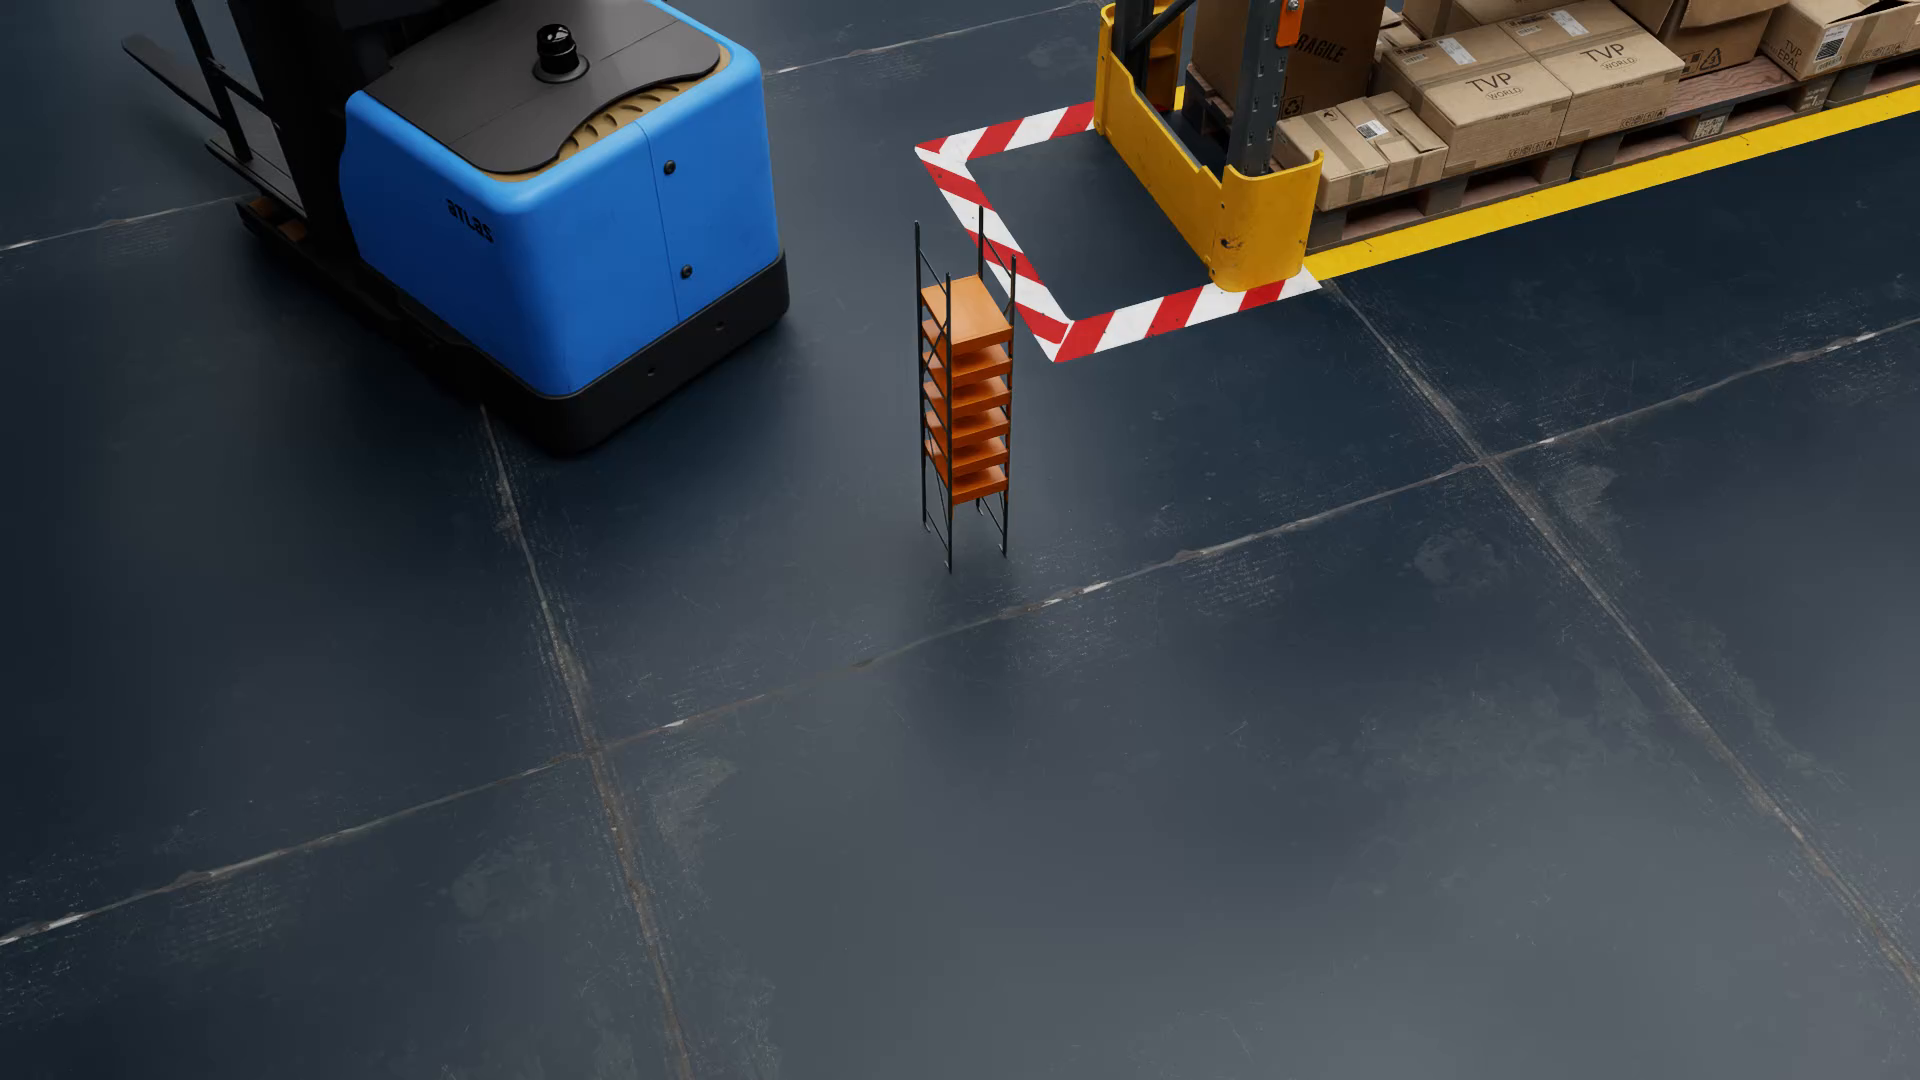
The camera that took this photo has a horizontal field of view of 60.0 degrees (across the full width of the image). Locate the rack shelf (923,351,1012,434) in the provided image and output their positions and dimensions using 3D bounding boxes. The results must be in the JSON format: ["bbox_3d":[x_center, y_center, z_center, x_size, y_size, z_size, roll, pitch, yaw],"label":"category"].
[{"bbox_3d":[0.013,-0.444,4.741,0.180,0.103,0.258,-17,52,-14],"label":"rack shelf"}]

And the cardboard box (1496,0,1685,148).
[{"bbox_3d":[2.361,-1.787,6.329,0.500,0.250,0.500,-17,52,-14],"label":"cardboard box"}]

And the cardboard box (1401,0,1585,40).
[{"bbox_3d":[2.126,-2.123,6.619,0.500,0.250,0.500,-17,52,-14],"label":"cardboard box"}]

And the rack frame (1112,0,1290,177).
[{"bbox_3d":[0.825,-2.295,5.244,0.127,3.000,1.000,-17,52,-14],"label":"rack frame"}]

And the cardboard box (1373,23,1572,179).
[{"bbox_3d":[1.898,-1.643,6.206,0.500,0.250,0.500,-17,52,-14],"label":"cardboard box"}]

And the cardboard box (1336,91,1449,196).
[{"bbox_3d":[1.574,-1.466,6.109,0.250,0.166,0.380,-17,52,-14],"label":"cardboard box"}]

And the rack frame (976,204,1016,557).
[{"bbox_3d":[0.098,-0.421,4.821,0.006,1.200,0.240,-17,52,-14],"label":"rack frame"}]

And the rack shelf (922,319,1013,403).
[{"bbox_3d":[0.013,-0.522,4.650,0.180,0.103,0.258,-17,52,-14],"label":"rack shelf"}]

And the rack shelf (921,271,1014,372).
[{"bbox_3d":[0.013,-0.601,4.559,0.180,0.103,0.258,-17,52,-14],"label":"rack shelf"}]

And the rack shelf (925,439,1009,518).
[{"bbox_3d":[0.013,-0.210,5.014,0.180,0.103,0.258,-17,52,-14],"label":"rack shelf"}]

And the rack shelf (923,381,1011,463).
[{"bbox_3d":[0.013,-0.366,4.832,0.180,0.103,0.258,-17,52,-14],"label":"rack shelf"}]

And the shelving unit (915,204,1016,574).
[{"bbox_3d":[0.013,-0.395,4.798,0.189,1.200,0.258,-17,52,-14],"label":"shelving unit"}]

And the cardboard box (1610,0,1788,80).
[{"bbox_3d":[2.791,-2.230,6.544,0.637,0.503,0.797,-17,52,-14],"label":"cardboard box"}]

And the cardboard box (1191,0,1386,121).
[{"bbox_3d":[1.235,-1.953,6.308,0.500,0.500,0.500,-17,52,-14],"label":"cardboard box"}]

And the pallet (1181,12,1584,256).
[{"bbox_3d":[1.633,-1.638,6.518,1.213,0.211,1.003,-17,52,-14],"label":"pallet"}]

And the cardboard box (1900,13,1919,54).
[{"bbox_3d":[3.783,-2.145,6.704,0.250,0.149,0.380,-17,52,-14],"label":"cardboard box"}]

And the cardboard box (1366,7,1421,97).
[{"bbox_3d":[1.644,-1.898,6.480,0.250,0.166,0.380,-17,52,-14],"label":"cardboard box"}]

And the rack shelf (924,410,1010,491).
[{"bbox_3d":[0.013,-0.288,4.923,0.180,0.103,0.258,-17,52,-14],"label":"rack shelf"}]

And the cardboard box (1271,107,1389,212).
[{"bbox_3d":[1.342,-1.389,6.055,0.250,0.149,0.380,-17,52,-14],"label":"cardboard box"}]

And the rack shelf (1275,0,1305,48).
[{"bbox_3d":[2.676,-2.635,6.010,4.000,0.370,1.077,-17,52,-14],"label":"rack shelf"}]

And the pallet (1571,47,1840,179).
[{"bbox_3d":[2.761,-1.985,6.816,1.213,0.211,1.003,-17,52,-14],"label":"pallet"}]

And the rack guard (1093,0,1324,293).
[{"bbox_3d":[0.895,-1.503,6.211,0.348,0.500,1.175,-17,52,-14],"label":"rack guard"}]

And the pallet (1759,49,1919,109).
[{"bbox_3d":[3.892,-2.338,7.119,1.213,0.211,1.003,-17,52,-14],"label":"pallet"}]

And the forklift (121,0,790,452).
[{"bbox_3d":[-2.028,-2.228,5.232,3.031,2.935,1.130,35,58,26],"label":"forklift"}]

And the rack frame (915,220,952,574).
[{"bbox_3d":[-0.071,-0.369,4.776,0.006,1.200,0.240,-17,52,-14],"label":"rack frame"}]

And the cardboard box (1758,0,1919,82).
[{"bbox_3d":[3.413,-2.132,6.586,0.500,0.311,0.500,-17,52,-14],"label":"cardboard box"}]
